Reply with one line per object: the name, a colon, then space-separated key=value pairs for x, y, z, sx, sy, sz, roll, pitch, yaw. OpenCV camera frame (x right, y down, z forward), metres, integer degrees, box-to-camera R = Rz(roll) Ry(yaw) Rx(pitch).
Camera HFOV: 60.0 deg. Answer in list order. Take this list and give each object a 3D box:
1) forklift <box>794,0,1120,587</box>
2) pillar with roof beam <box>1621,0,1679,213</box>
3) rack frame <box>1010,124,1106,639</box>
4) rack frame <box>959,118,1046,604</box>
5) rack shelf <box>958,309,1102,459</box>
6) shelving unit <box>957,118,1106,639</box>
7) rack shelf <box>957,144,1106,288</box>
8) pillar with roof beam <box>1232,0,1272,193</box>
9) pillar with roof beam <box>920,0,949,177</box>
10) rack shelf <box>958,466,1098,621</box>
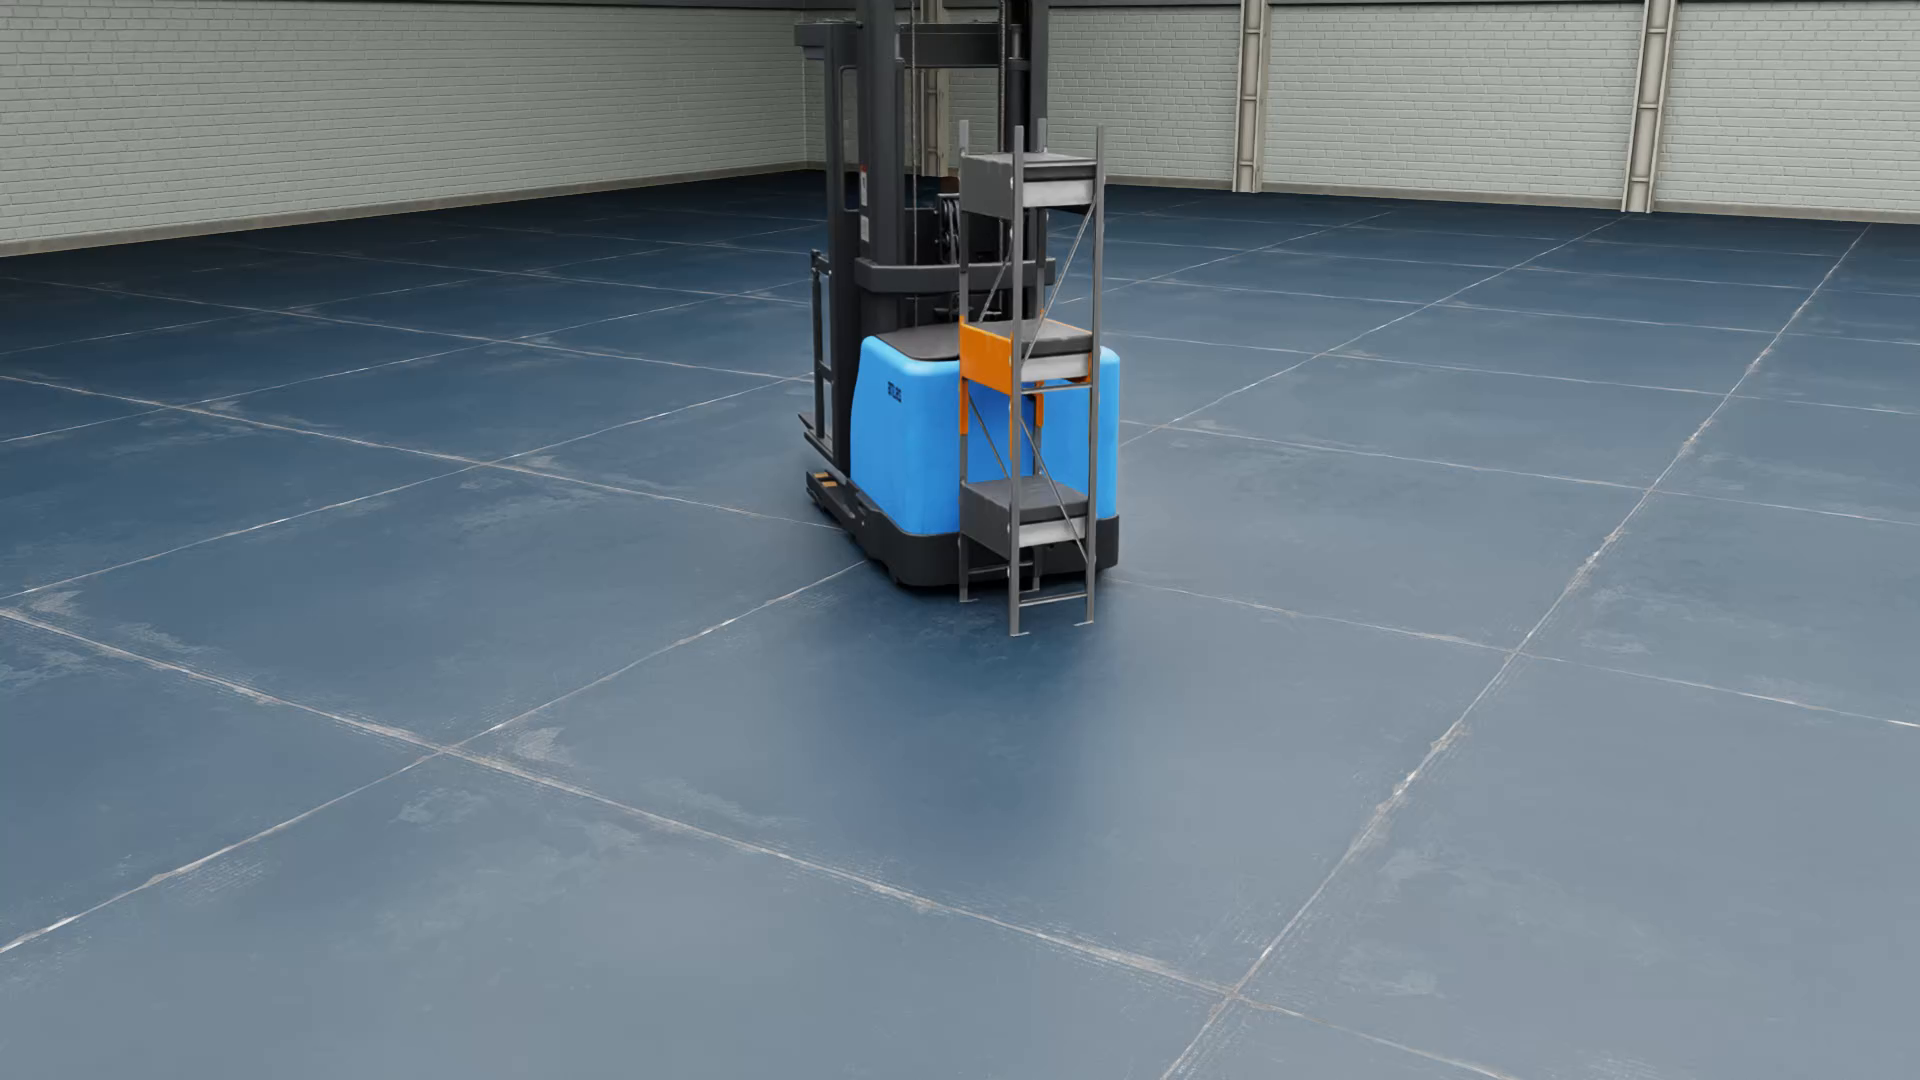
forklift: x=-0.199 y=-1.581 z=8.544 sx=1.130 sy=2.935 sz=3.031 roll=-5 pitch=18 yaw=-17
pillar with roof beam: x=7.522 y=-7.984 z=19.183 sx=0.400 sy=9.000 sz=9.100 roll=10 pitch=20 yaw=30
rack frame: x=0.393 y=-0.616 z=6.795 sx=0.400 sy=2.100 sz=0.015 roll=-8 pitch=19 yaw=-25
rack frame: x=0.180 y=-0.743 z=7.215 sx=0.400 sy=2.100 sz=0.015 roll=-8 pitch=19 yaw=-25
rack shelf: x=0.287 y=-0.666 z=7.009 sx=0.431 sy=0.518 sz=0.480 roll=-8 pitch=19 yaw=-25
shelving unit: x=0.287 y=-0.679 z=7.005 sx=0.431 sy=2.100 sz=0.503 roll=-8 pitch=19 yaw=-25
rack shelf: x=0.287 y=-1.336 z=6.806 sx=0.431 sy=0.518 sz=0.480 roll=-8 pitch=19 yaw=-25
pillar with roof beam: x=2.410 y=-8.897 z=22.187 sx=0.400 sy=9.000 sz=9.100 roll=10 pitch=20 yaw=30
pillar with roof beam: x=-2.703 y=-9.809 z=25.192 sx=0.400 sy=9.000 sz=9.100 roll=10 pitch=20 yaw=30
rack shelf: x=0.287 y=0.003 z=7.213 sx=0.431 sy=0.518 sz=0.480 roll=-8 pitch=19 yaw=-25
